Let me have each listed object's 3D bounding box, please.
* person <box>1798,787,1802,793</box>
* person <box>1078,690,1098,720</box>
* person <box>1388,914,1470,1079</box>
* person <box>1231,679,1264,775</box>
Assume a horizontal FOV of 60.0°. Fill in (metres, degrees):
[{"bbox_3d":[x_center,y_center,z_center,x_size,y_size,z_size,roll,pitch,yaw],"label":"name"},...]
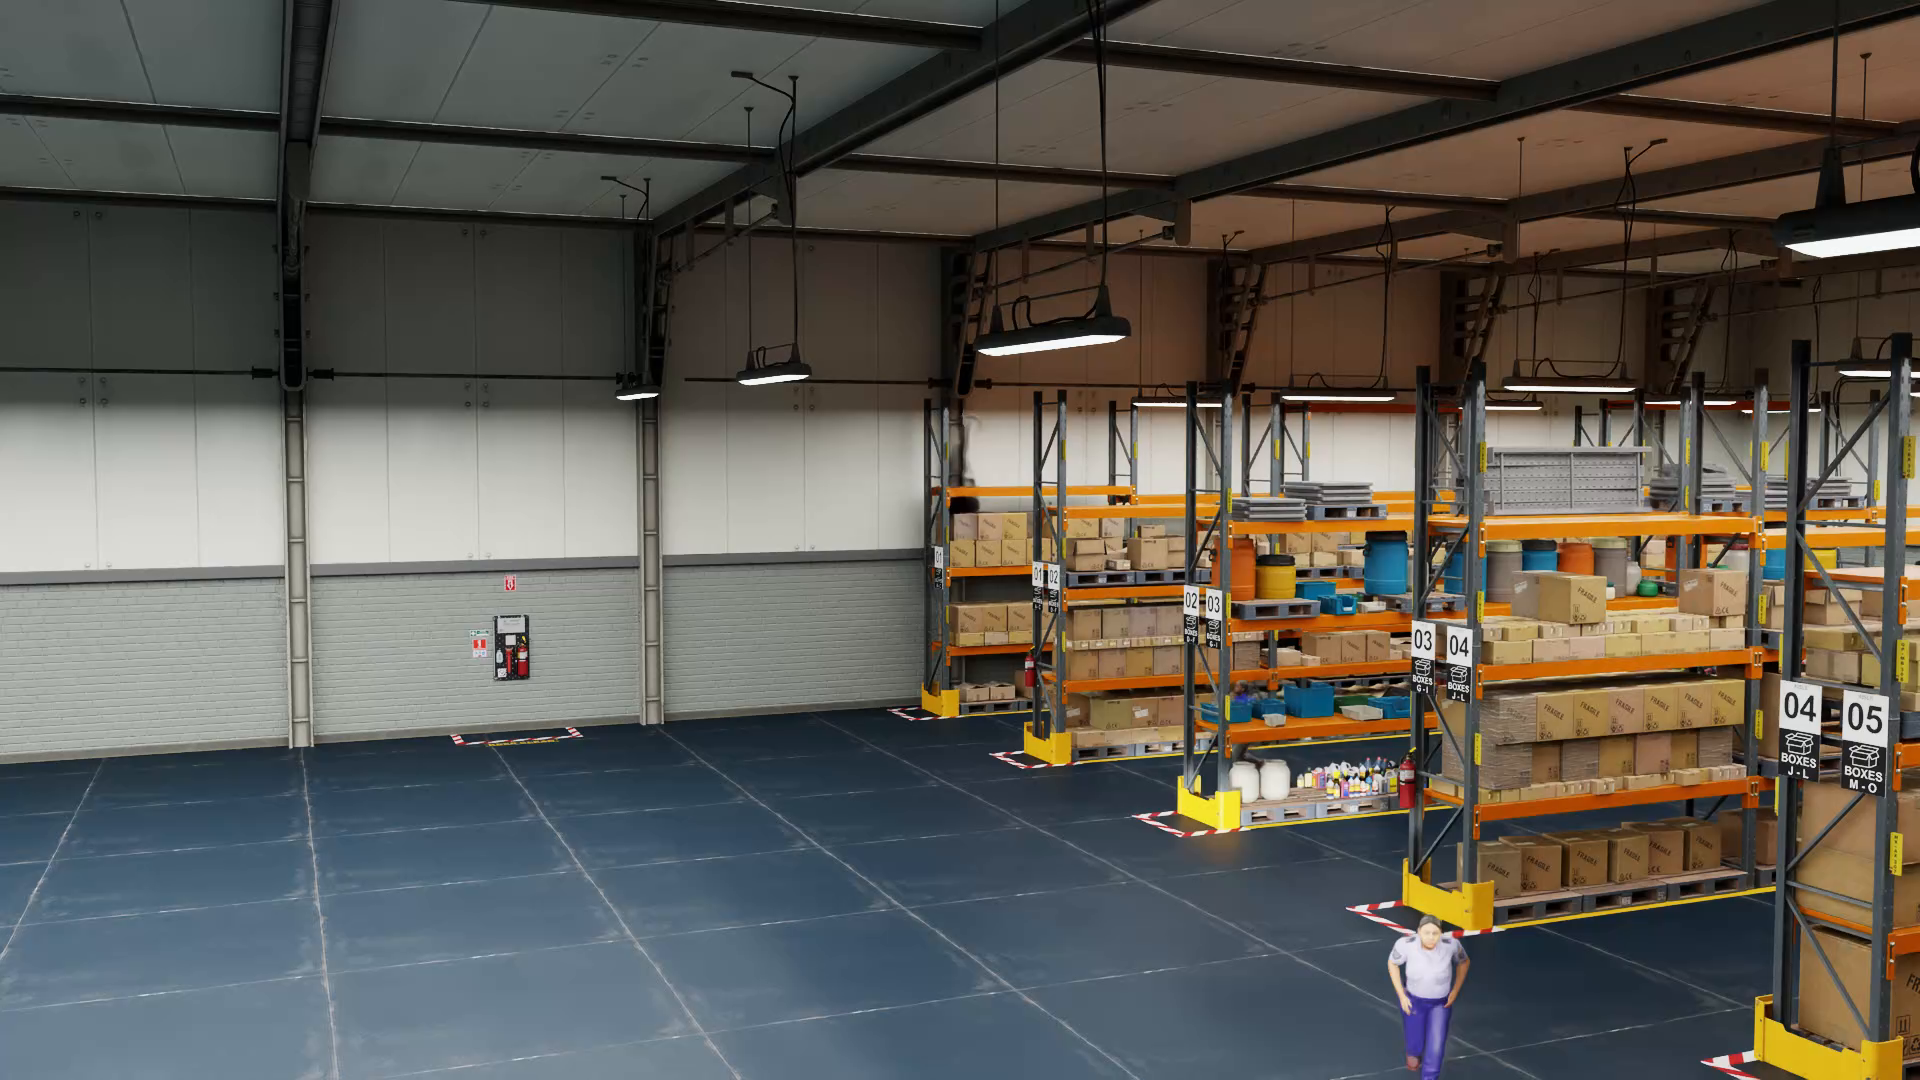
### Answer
[{"bbox_3d":[11.839,2.939,23.886,0.524,1.658,0.612,-2,4,-28],"label":"person"},{"bbox_3d":[2.272,2.647,29.534,0.703,1.600,0.554,-2,4,-36],"label":"person"},{"bbox_3d":[3.650,3.635,13.022,0.615,1.609,0.895,0,3,8],"label":"person"},{"bbox_3d":[4.269,2.899,24.765,0.859,1.658,0.588,-1,4,-21],"label":"person"}]
